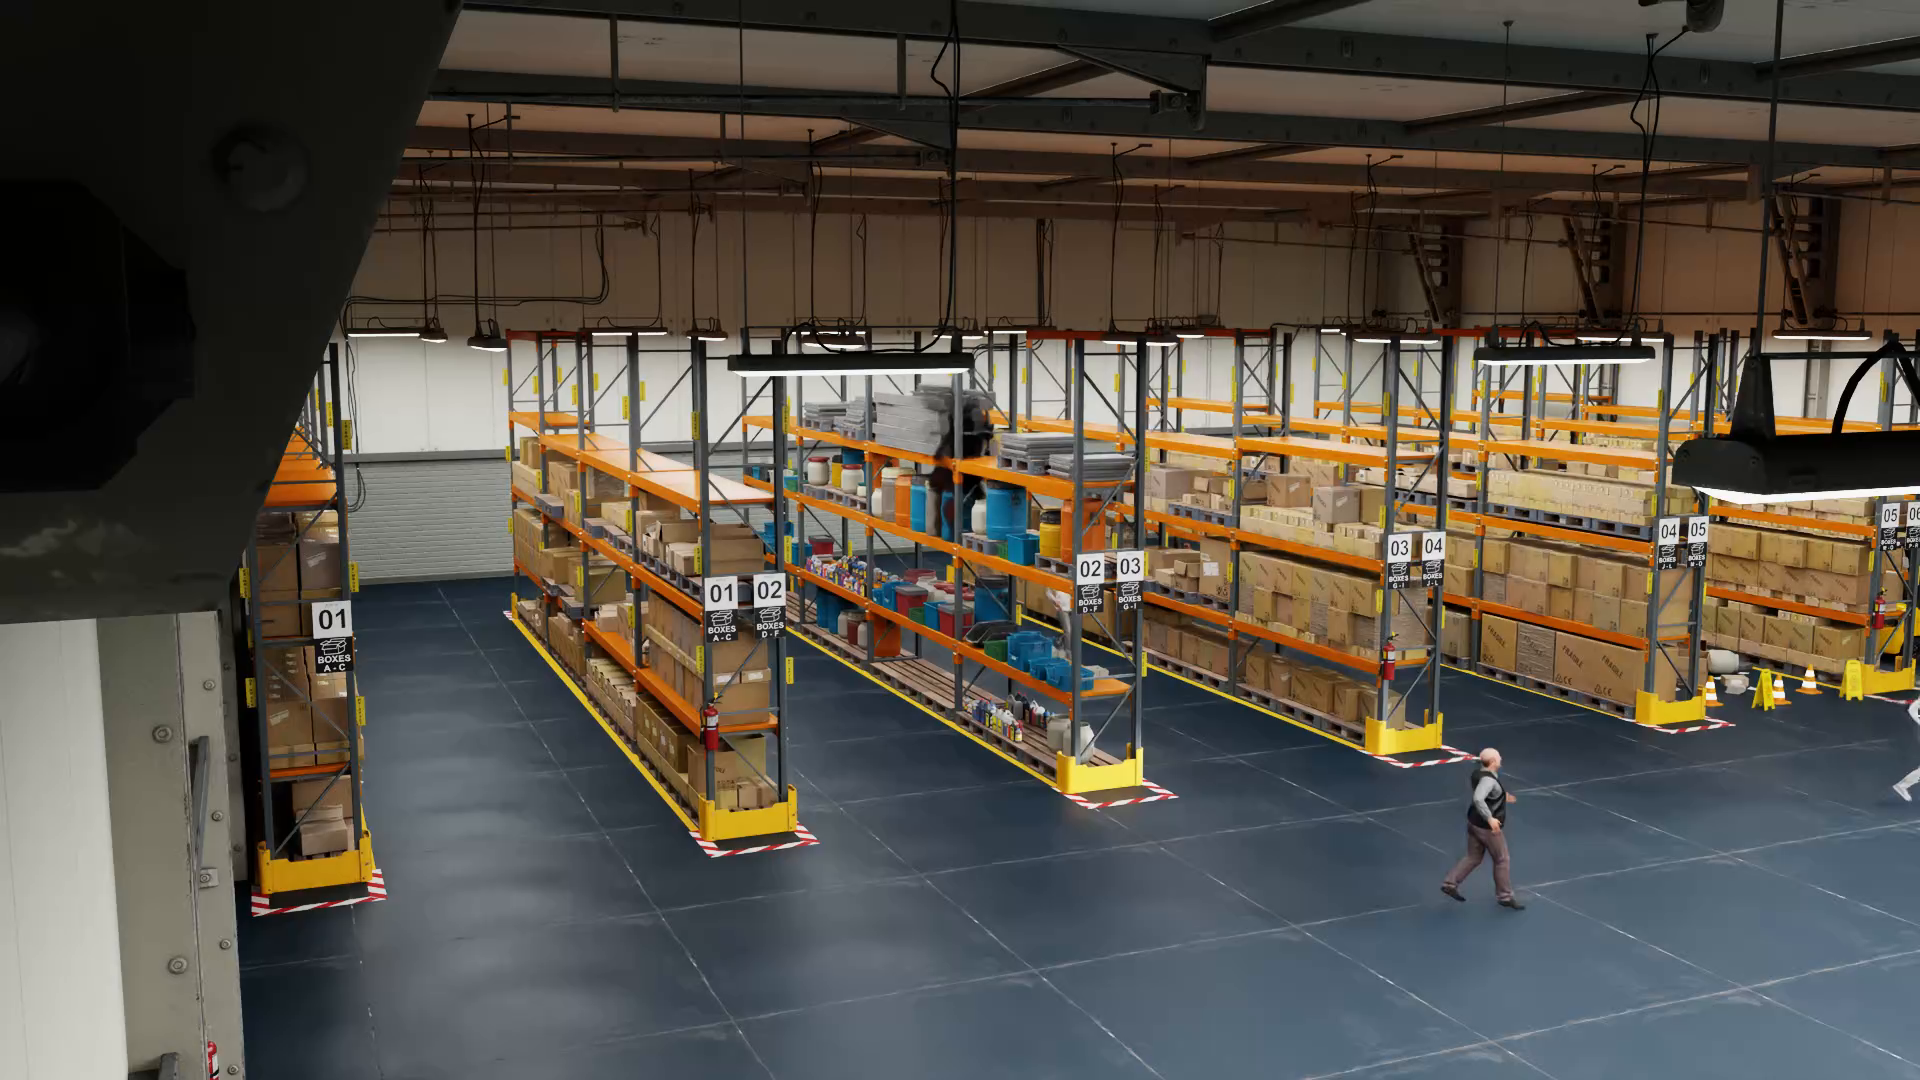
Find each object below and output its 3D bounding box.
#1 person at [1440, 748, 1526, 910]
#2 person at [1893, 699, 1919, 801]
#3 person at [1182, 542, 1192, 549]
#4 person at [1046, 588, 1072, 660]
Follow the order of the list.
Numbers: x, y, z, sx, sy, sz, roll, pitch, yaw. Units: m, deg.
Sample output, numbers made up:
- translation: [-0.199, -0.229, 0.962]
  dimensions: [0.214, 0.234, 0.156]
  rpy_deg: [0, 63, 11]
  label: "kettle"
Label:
- translation: [5.592, 3.061, 17.692]
  dimensions: [0.879, 1.733, 0.657]
  rpy_deg: [0, 8, -4]
  label: "person"
- translation: [12.502, 2.581, 21.319]
  dimensions: [0.900, 1.701, 0.612]
  rpy_deg: [2, 8, 11]
  label: "person"
- translation: [4.764, 0.817, 34.866]
  dimensions: [0.538, 1.564, 0.536]
  rpy_deg: [-4, 9, -29]
  label: "person"
- translation: [1.868, 1.222, 29.178]
  dimensions: [0.667, 1.756, 0.717]
  rpy_deg: [-4, 9, -28]
  label: "person"
